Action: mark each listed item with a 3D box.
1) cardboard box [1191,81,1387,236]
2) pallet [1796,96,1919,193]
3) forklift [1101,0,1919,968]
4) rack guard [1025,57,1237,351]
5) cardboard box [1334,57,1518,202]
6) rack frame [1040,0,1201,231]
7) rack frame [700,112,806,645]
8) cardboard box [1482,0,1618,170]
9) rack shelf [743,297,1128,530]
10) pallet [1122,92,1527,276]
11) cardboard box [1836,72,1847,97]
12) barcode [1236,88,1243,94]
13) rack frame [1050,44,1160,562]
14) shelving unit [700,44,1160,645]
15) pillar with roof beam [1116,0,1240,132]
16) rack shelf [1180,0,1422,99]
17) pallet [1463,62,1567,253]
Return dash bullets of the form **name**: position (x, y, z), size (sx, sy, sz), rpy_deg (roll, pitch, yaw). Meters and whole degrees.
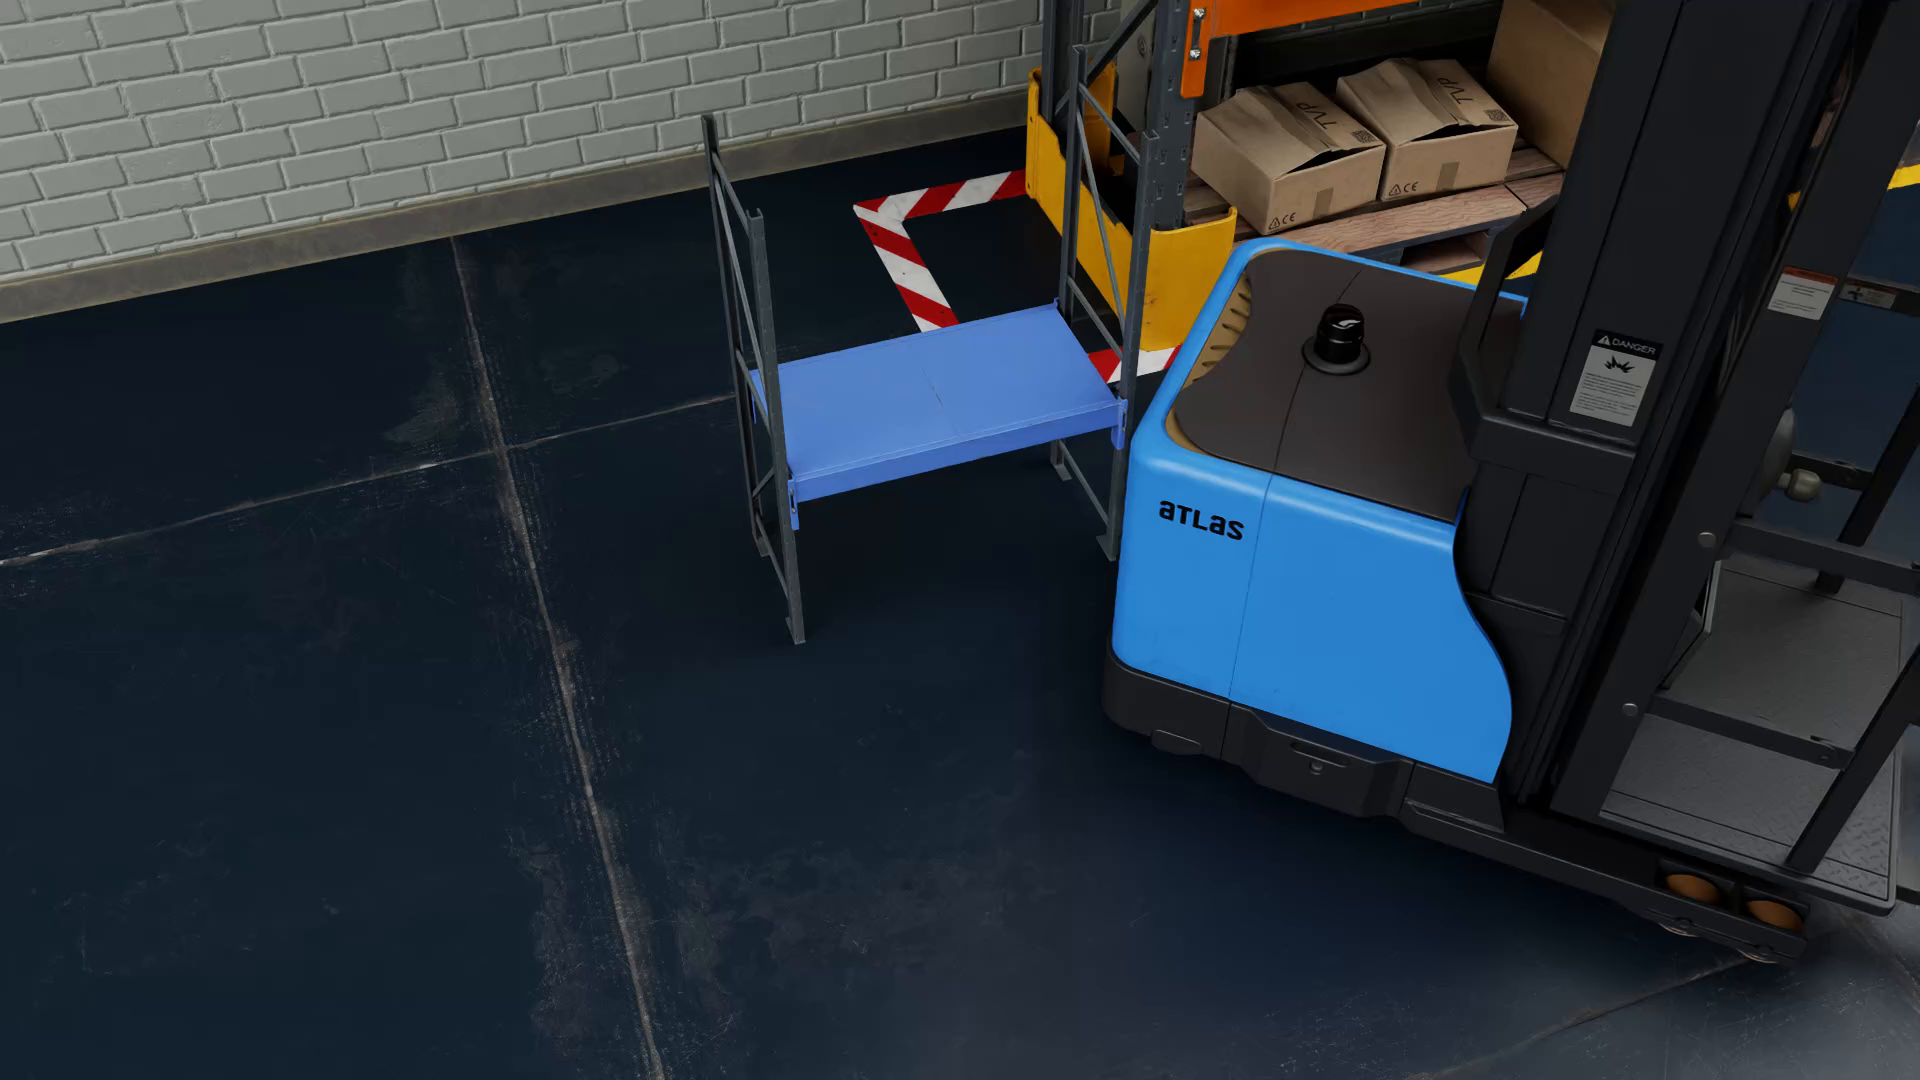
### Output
- **cardboard box**: position (1.212, -1.442, 6.157), size (0.500, 0.311, 0.500), rpy_deg (-19, 48, -18)
- **pallet**: position (3.674, -1.922, 7.017), size (1.213, 0.211, 1.003), rpy_deg (-14, 47, -14)
- **forklift**: position (1.962, -0.403, 3.582), size (3.031, 2.935, 1.130), rpy_deg (17, 48, 16)
- **rack guard**: position (0.602, -1.265, 6.158), size (0.348, 0.500, 1.175), rpy_deg (-14, 47, -14)
- **cardboard box**: position (1.749, -1.579, 6.294), size (0.500, 0.311, 0.500), rpy_deg (-11, 46, -11)
- **rack frame**: position (0.531, -2.130, 5.255), size (0.127, 3.000, 1.000), rpy_deg (-14, 47, -14)
- **rack frame**: position (-0.558, -0.387, 4.576), size (0.032, 1.500, 0.500), rpy_deg (-14, 47, -14)
- **cardboard box**: position (2.456, -1.789, 6.370), size (0.500, 0.500, 0.700), rpy_deg (-17, 48, -16)
- **rack shelf**: position (-0.080, -0.382, 4.826), size (1.000, 0.185, 0.538), rpy_deg (-14, 47, -14)
- **pallet**: position (1.379, -1.335, 6.432), size (1.213, 0.211, 1.003), rpy_deg (-14, 47, -14)
- **cardboard box**: position (3.331, -2.088, 6.668), size (0.500, 0.500, 0.500), rpy_deg (-18, 48, -17)
- **barcode**: position (1.094, -1.716, 6.424), size (0.075, 0.075, 0.001), rpy_deg (-14, 47, -14)
- **rack frame**: position (0.398, -0.631, 4.820), size (0.032, 1.500, 0.500), rpy_deg (-14, 47, -14)
- **shelving unit**: position (-0.080, -0.509, 4.698), size (1.048, 1.500, 0.538), rpy_deg (-14, 47, -14)
- **pillar with roof beam**: position (2.357, -2.124, 1.014), size (0.400, 9.000, 9.100), rpy_deg (-14, 47, -14)
- **rack shelf**: position (2.412, -2.357, 5.989), size (4.000, 0.370, 1.077), rpy_deg (-14, 47, -14)
- **pallet**: position (2.524, -1.626, 6.722), size (1.213, 0.211, 1.003), rpy_deg (-14, 47, -14)
